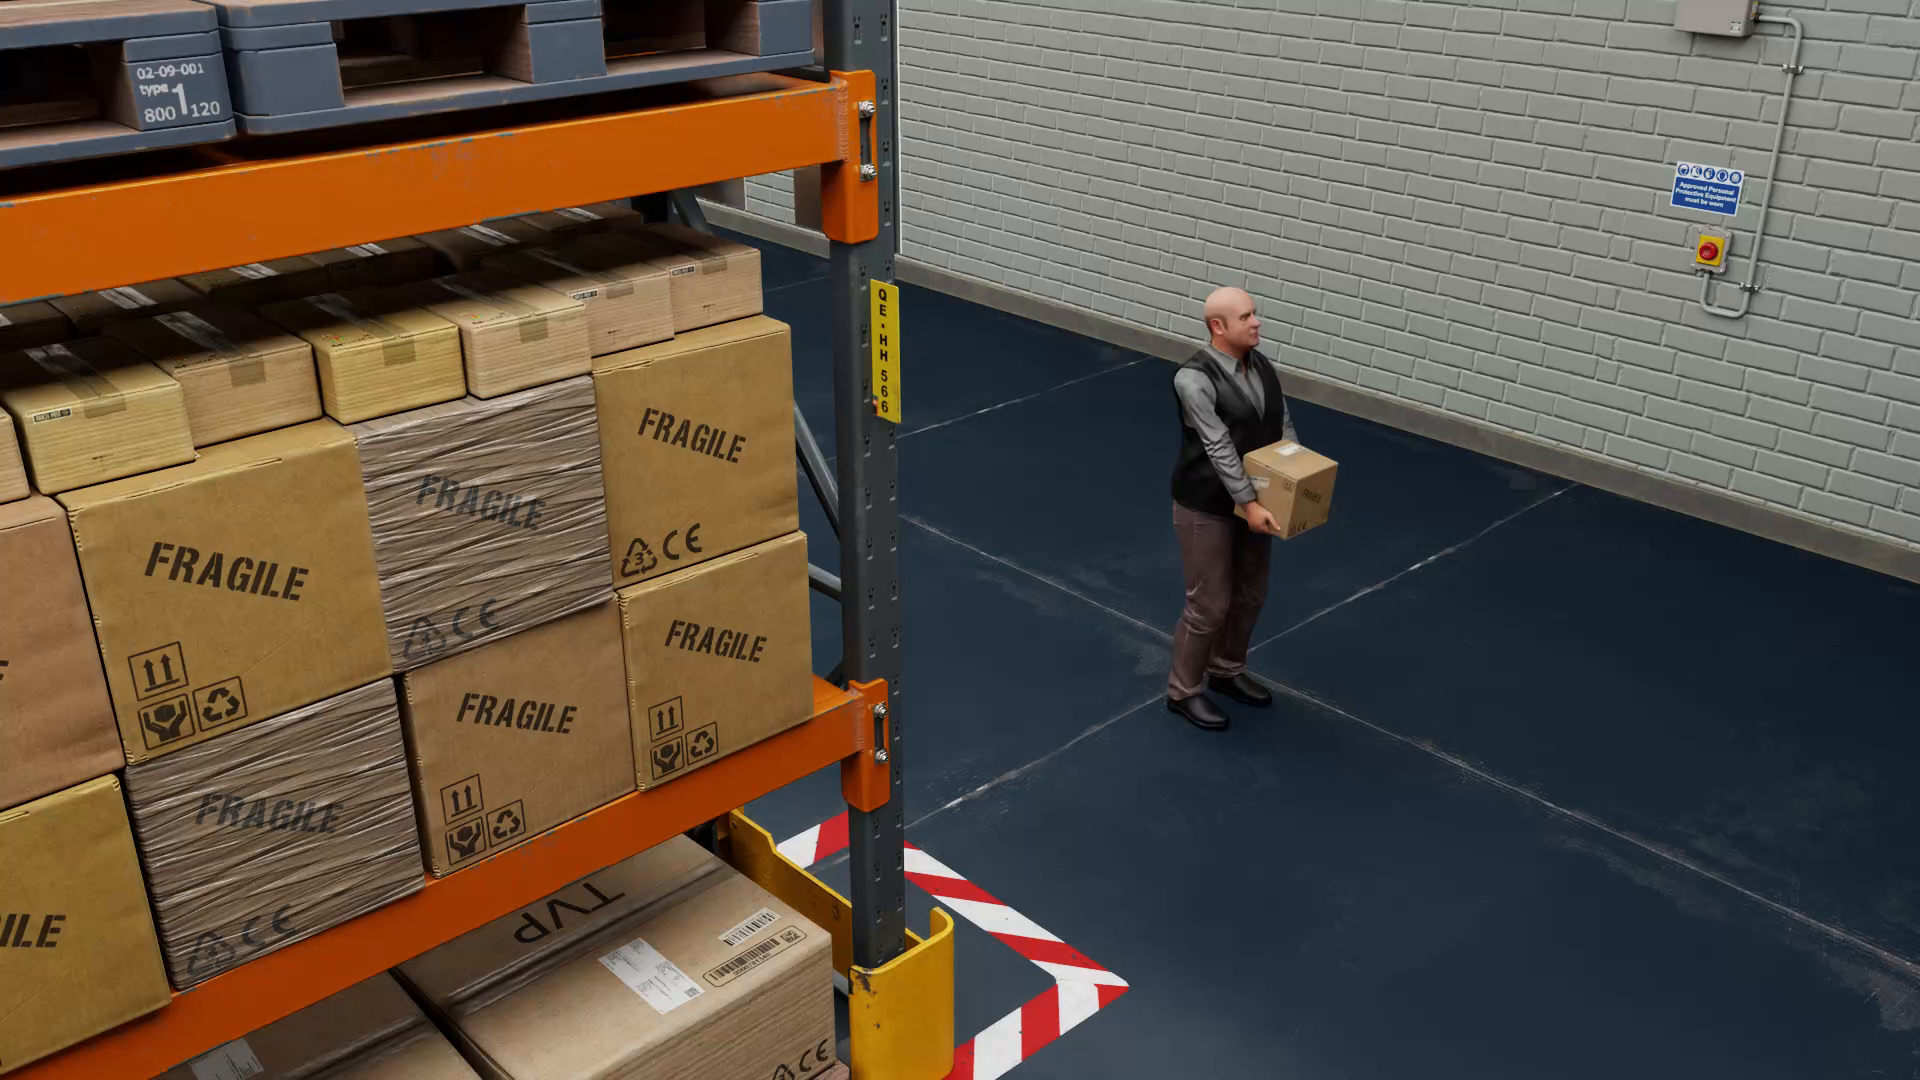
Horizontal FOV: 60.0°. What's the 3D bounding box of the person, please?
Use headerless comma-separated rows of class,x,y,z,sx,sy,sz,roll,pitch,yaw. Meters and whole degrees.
person,1.096,-0.103,6.374,0.494,1.711,0.551,-20,31,-38
